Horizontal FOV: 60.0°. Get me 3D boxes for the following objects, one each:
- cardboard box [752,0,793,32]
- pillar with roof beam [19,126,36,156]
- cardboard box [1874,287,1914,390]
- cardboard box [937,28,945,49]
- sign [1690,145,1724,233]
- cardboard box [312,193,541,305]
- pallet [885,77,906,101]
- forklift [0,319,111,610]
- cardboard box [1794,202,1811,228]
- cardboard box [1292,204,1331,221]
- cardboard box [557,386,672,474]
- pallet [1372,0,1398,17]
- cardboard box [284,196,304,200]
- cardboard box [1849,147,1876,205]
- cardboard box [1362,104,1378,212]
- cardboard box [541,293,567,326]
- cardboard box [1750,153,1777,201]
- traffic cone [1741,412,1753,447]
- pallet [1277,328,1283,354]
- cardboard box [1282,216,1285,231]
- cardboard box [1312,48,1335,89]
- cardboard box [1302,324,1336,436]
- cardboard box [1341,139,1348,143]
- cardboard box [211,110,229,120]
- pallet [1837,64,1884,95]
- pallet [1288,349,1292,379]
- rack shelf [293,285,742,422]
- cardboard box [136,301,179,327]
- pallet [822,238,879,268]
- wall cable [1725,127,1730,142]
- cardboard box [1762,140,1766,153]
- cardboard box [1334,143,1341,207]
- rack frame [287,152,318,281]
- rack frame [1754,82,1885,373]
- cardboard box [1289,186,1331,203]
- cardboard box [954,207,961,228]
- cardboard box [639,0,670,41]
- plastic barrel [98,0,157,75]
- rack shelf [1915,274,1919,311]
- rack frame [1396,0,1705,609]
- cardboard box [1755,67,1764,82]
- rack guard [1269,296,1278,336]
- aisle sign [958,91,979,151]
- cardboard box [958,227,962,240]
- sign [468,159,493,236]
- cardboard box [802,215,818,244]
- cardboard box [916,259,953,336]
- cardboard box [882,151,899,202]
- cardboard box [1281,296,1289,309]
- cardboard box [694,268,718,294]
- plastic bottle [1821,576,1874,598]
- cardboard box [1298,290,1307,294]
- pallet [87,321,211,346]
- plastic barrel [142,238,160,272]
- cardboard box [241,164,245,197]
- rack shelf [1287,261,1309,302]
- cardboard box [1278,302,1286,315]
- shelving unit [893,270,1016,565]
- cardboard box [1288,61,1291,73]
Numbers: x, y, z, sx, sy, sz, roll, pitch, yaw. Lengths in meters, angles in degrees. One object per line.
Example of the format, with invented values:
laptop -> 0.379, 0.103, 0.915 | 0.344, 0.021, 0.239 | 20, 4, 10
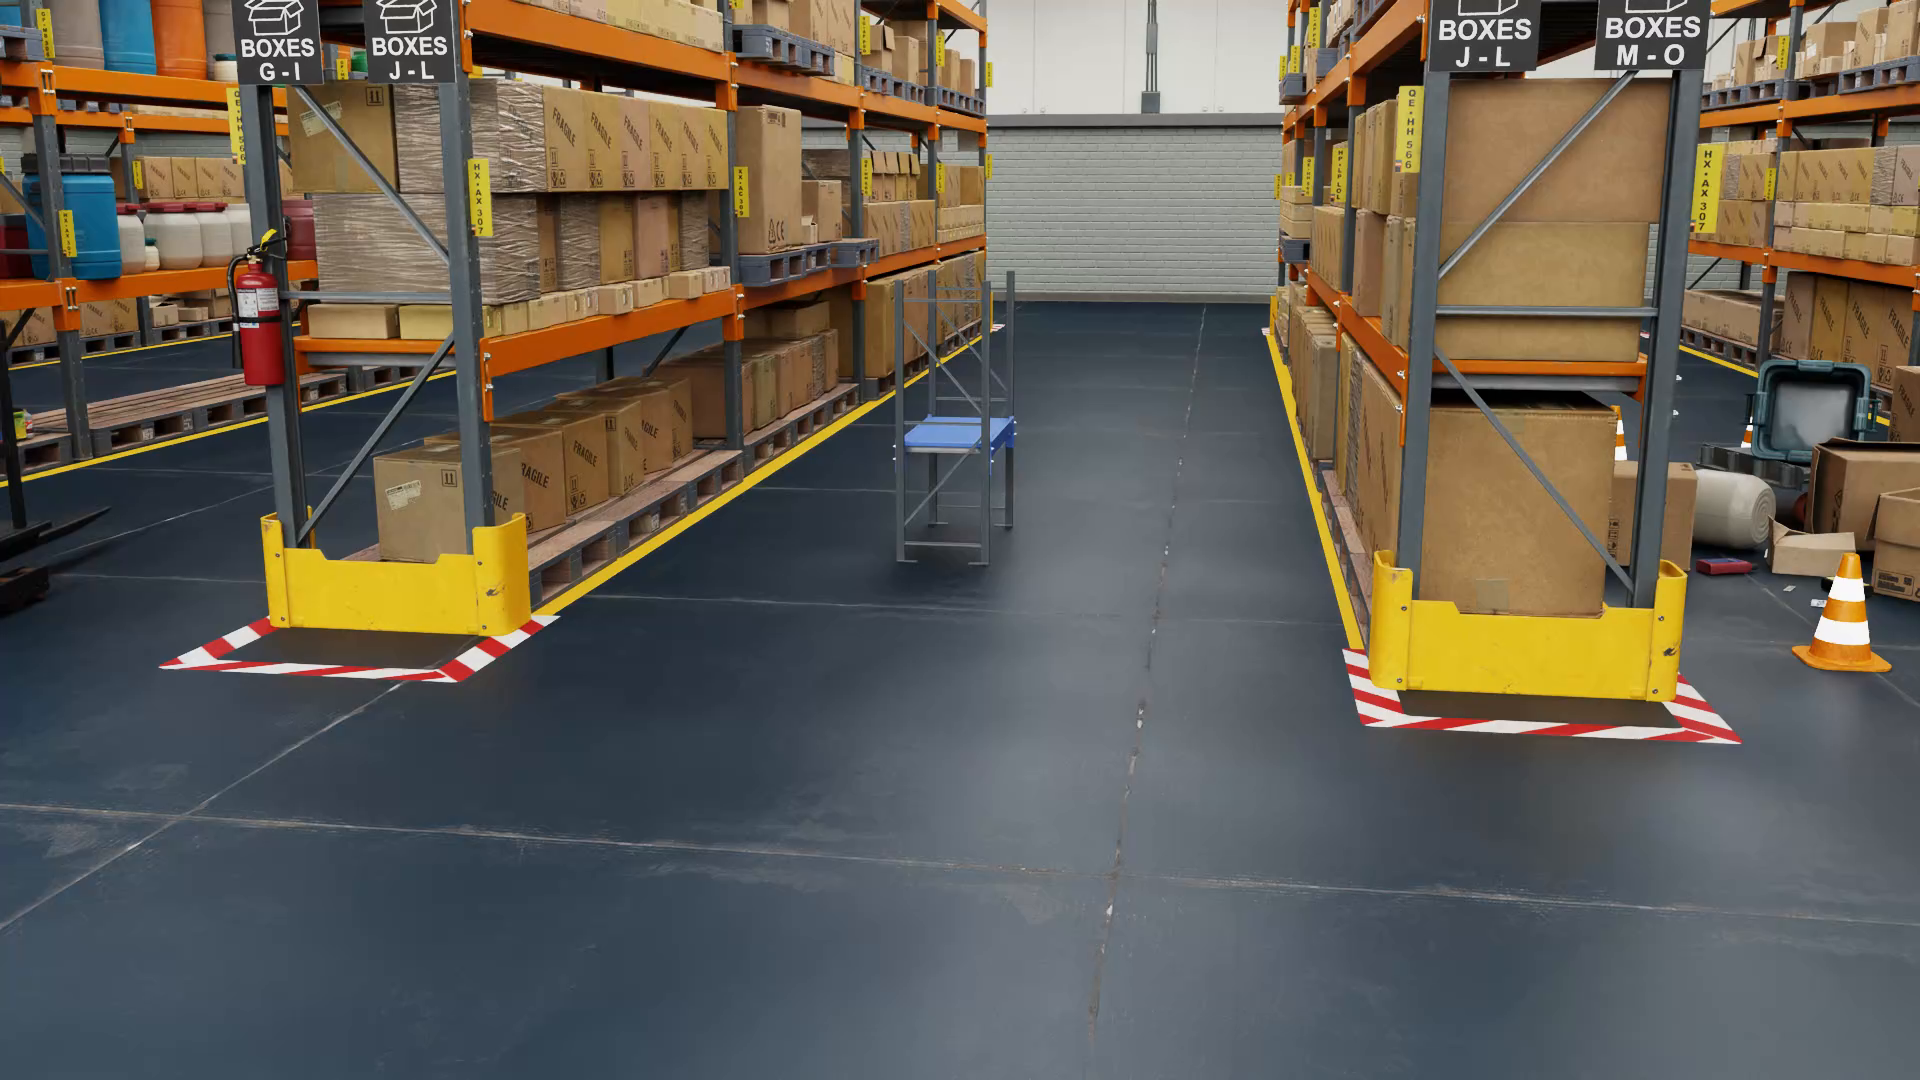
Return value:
cardboard box -> -1.677, -3.915, 12.179 | 0.797, 0.503, 0.637 | 2, 12, 11
pillar with roof beam -> -11.015, -8.265, 26.484 | 9.100, 9.000, 0.400 | 2, 12, 9
cardboard box -> 8.604, -1.722, 14.408 | 0.875, 0.875, 0.875 | 2, 12, 8
cardboard box -> -0.466, -6.116, 20.381 | 0.500, 0.250, 0.500 | 1, 12, 7
sign -> 2.826, -1.331, 6.305 | 0.100, 0.325, 0.005 | 2, 12, 9
cardboard box -> -2.495, -1.378, 7.822 | 0.875, 0.500, 0.500 | 2, 12, 9
pallet -> -1.161, -4.478, 16.478 | 1.003, 0.211, 1.213 | 2, 12, 11
forklift -> -5.030, -1.078, 7.539 | 1.130, 2.935, 3.031 | 0, 12, -2
cardboard box -> 8.632, -3.226, 16.510 | 0.500, 0.250, 0.500 | 2, 12, 10
cardboard box -> 3.135, -2.899, 14.717 | 0.380, 0.149, 0.250 | 2, 12, 10
cardboard box -> -2.173, -0.684, 10.485 | 0.500, 0.500, 0.500 | 6, 14, 27
pallet -> 2.568, -2.720, 8.087 | 1.003, 0.211, 1.213 | 2, 12, 9
cardboard box -> -9.734, -4.669, 23.800 | 0.500, 0.500, 0.500 | 2, 12, 10
cardboard box -> 8.391, -3.278, 14.973 | 0.500, 0.500, 0.500 | 2, 12, 9
cardboard box -> 2.615, -2.020, 8.827 | 0.875, 0.550, 0.550 | 2, 12, 9
cardboard box -> -2.199, -1.154, 8.325 | 0.380, 0.149, 0.250 | 2, 12, 9
cardboard box -> 8.831, -3.891, 17.819 | 0.500, 0.500, 0.500 | 2, 12, 8
traffic cone -> 5.665, -0.737, 11.816 | 0.336, 0.463, 0.334 | 2, 12, 9
pallet -> 4.378, -2.418, 20.214 | 1.003, 0.211, 1.213 | 2, 12, 9
cardboard box -> 3.452, -3.186, 16.757 | 0.380, 0.149, 0.250 | 1, 12, 6
cardboard box -> 3.346, -4.196, 14.484 | 0.500, 0.500, 0.500 | 2, 12, 9
cardboard box -> 3.053, -1.159, 12.094 | 1.050, 0.750, 0.750 | 2, 12, 9
cardboard box -> 4.435, -4.155, 18.336 | 0.500, 0.500, 0.500 | 2, 12, 10
cardboard box -> -9.997, -5.688, 22.002 | 0.500, 0.250, 0.500 | 2, 12, 9
pallet -> 8.632, -4.157, 14.989 | 1.003, 0.211, 1.213 | 2, 12, 11
pallet -> 4.006, -1.861, 17.626 | 1.003, 0.211, 1.213 | 2, 12, 9
rack shelf -> -2.299, -1.134, 9.344 | 1.077, 0.370, 4.000 | 2, 12, 9
cardboard box -> -10.271, -2.870, 21.031 | 0.500, 0.311, 0.500 | 2, 12, 9
pallet -> -1.381, -2.489, 14.380 | 1.213, 0.211, 1.003 | 2, 12, 9
wall cable -> 11.894, -5.707, 26.443 | 0.588, 1.984, 0.122 | 2, 12, 9
cardboard box -> 8.960, -4.279, 18.077 | 0.380, 0.149, 0.250 | 2, 12, 9
cardboard box -> 3.354, -2.892, 13.184 | 0.700, 0.500, 0.500 | 2, 12, 8
rack frame -> -9.934, -4.722, 24.284 | 1.000, 3.000, 0.127 | 2, 12, 9
rack frame -> 9.031, -3.247, 17.438 | 1.000, 3.000, 0.127 | 2, 12, 9
cardboard box -> 3.250, -3.206, 15.436 | 0.380, 0.149, 0.250 | 2, 12, 10
cardboard box -> -0.274, -3.940, 20.307 | 0.500, 0.250, 0.500 | 2, 12, 10
cardboard box -> -1.967, -2.977, 9.425 | 0.500, 0.250, 0.500 | 2, 12, 8
plastic barrel -> -6.820, -4.159, 13.363 | 0.600, 0.901, 0.708 | 2, 12, 9
rack shelf -> 8.108, -1.646, 11.718 | 1.077, 0.370, 4.000 | 2, 12, 9
rack frame -> 2.279, -0.888, 6.493 | 1.000, 3.000, 0.127 | 2, 12, 9
cardboard box -> 8.854, -5.043, 18.014 | 0.380, 0.149, 0.250 | 2, 12, 10
rack guard -> 4.728, -2.981, 22.138 | 1.175, 0.500, 0.348 | 2, 12, 9
aisle sign -> 0.162, -5.676, 22.542 | 0.394, 0.787, 0.004 | 2, 12, 9
cardboard box -> -0.188, -3.765, 20.442 | 0.380, 0.149, 0.250 | 2, 12, 9
sign -> -2.070, -1.475, 7.164 | 0.100, 0.325, 0.005 | 2, 12, 9
cardboard box -> -1.366, -2.519, 13.383 | 0.396, 0.266, 0.258 | 2, 12, 7
cardboard box -> -0.580, -2.869, 19.733 | 0.875, 0.875, 0.875 | 2, 12, 9
cardboard box -> -1.048, -3.701, 16.929 | 0.797, 0.503, 0.637 | 2, 12, 10
cardboard box -> 4.050, -2.845, 19.932 | 0.380, 0.149, 0.250 | 1, 12, 7
cardboard box -> -1.782, -1.673, 10.735 | 0.380, 0.149, 0.250 | 2, 12, 9
plastic bottle -> 4.400, 0.227, 8.295 | 0.133, 0.061, 0.283 | -2, 12, -11
cardboard box -> 3.516, -2.265, 16.039 | 0.500, 0.250, 0.500 | 2, 12, 10
pallet -> -10.442, -2.669, 21.378 | 1.003, 0.211, 1.213 | 2, 12, 9
plastic barrel -> -6.530, -2.266, 13.215 | 0.301, 0.262, 0.301 | 0, 12, 0
cardboard box -> -9.882, -4.945, 22.708 | 0.500, 0.500, 0.500 | 2, 12, 10
rack shelf -> 3.817, -2.618, 16.228 | 1.077, 0.370, 4.000 | 2, 12, 9
cardboard box -> 4.211, -2.916, 20.968 | 0.380, 0.149, 0.250 | 2, 12, 10
shelving unit -> -0.013, -0.715, 9.253 | 0.538, 1.500, 1.048 | 2, 12, 9
cardboard box -> 4.256, -5.834, 20.545 | 0.380, 0.149, 0.250 | 2, 12, 9
